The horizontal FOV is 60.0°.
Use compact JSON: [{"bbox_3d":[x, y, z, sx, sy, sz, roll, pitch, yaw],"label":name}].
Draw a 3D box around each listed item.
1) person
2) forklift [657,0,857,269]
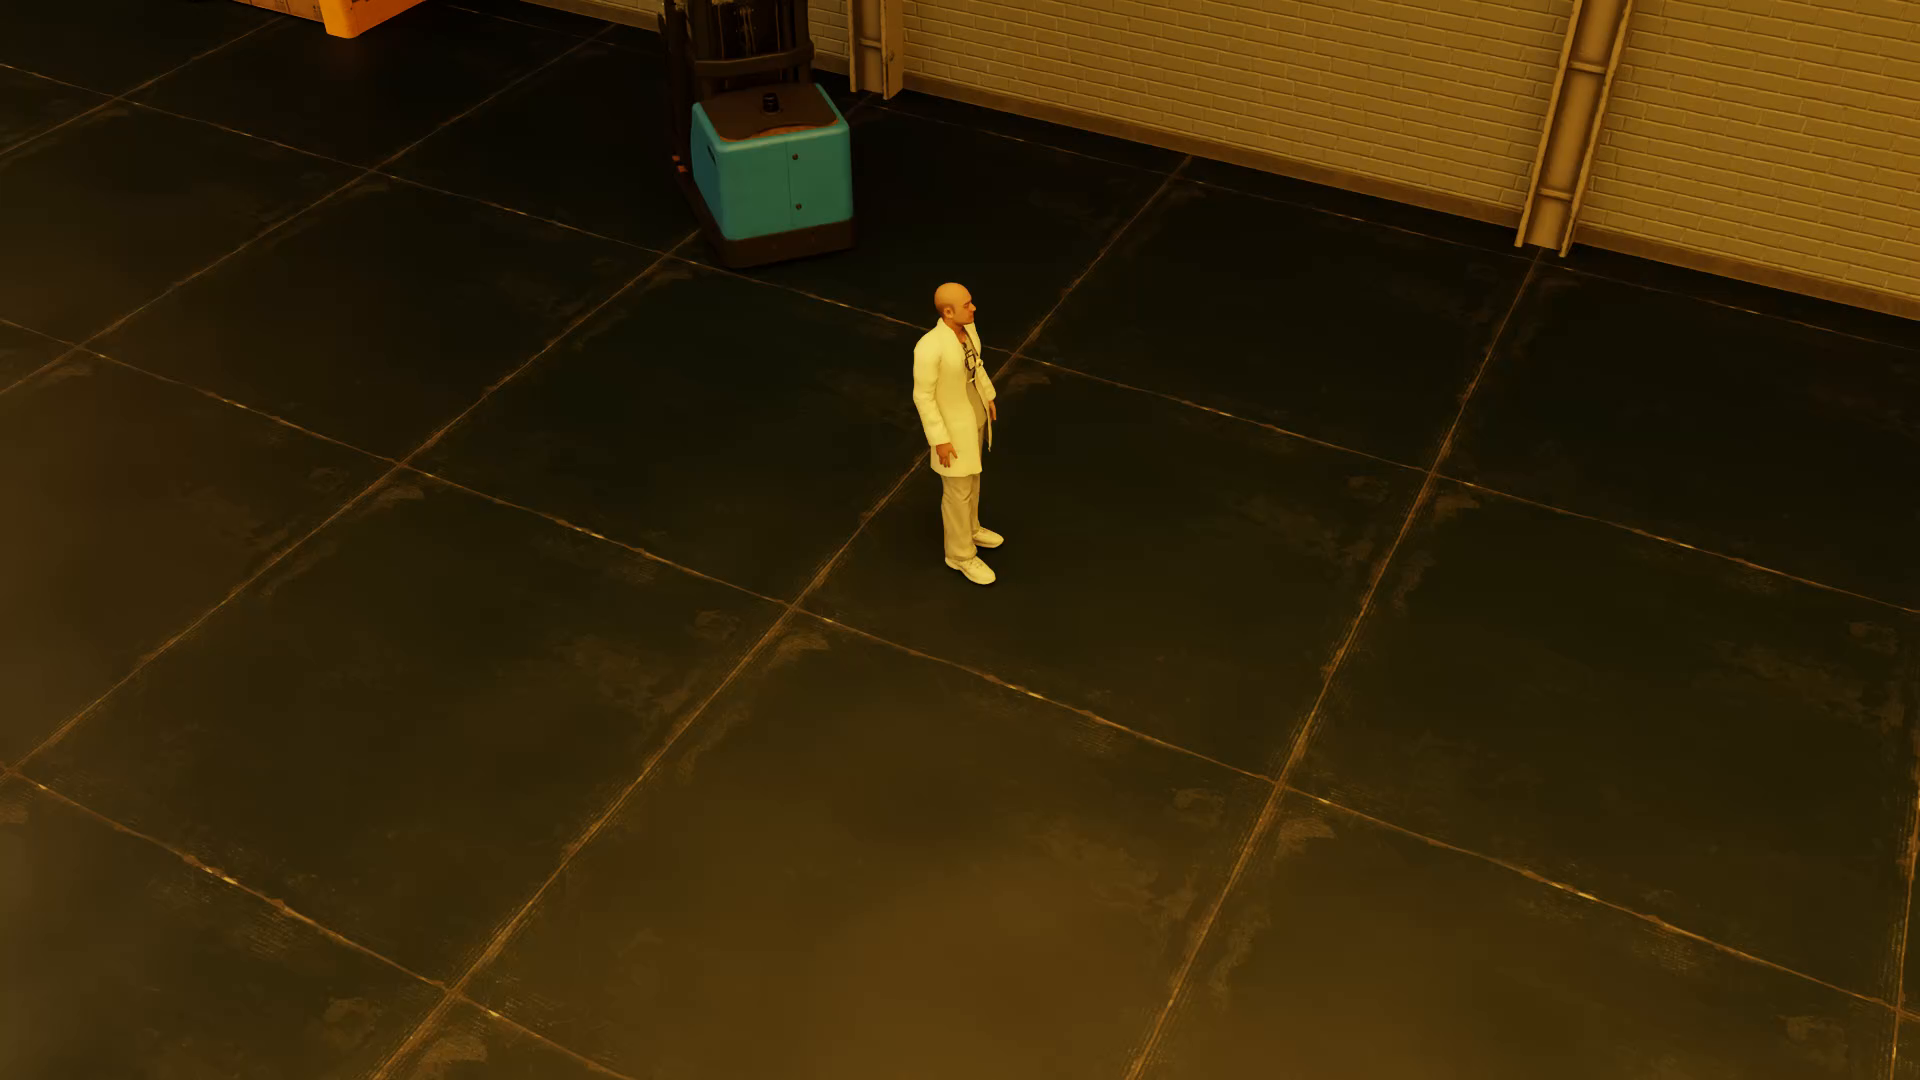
[{"bbox_3d":[0.078,-0.656,9.650,0.581,1.775,0.696,18,43,21],"label":"person"},{"bbox_3d":[-1.788,-4.131,12.891,1.130,2.935,3.031,-13,42,-15],"label":"forklift"}]
